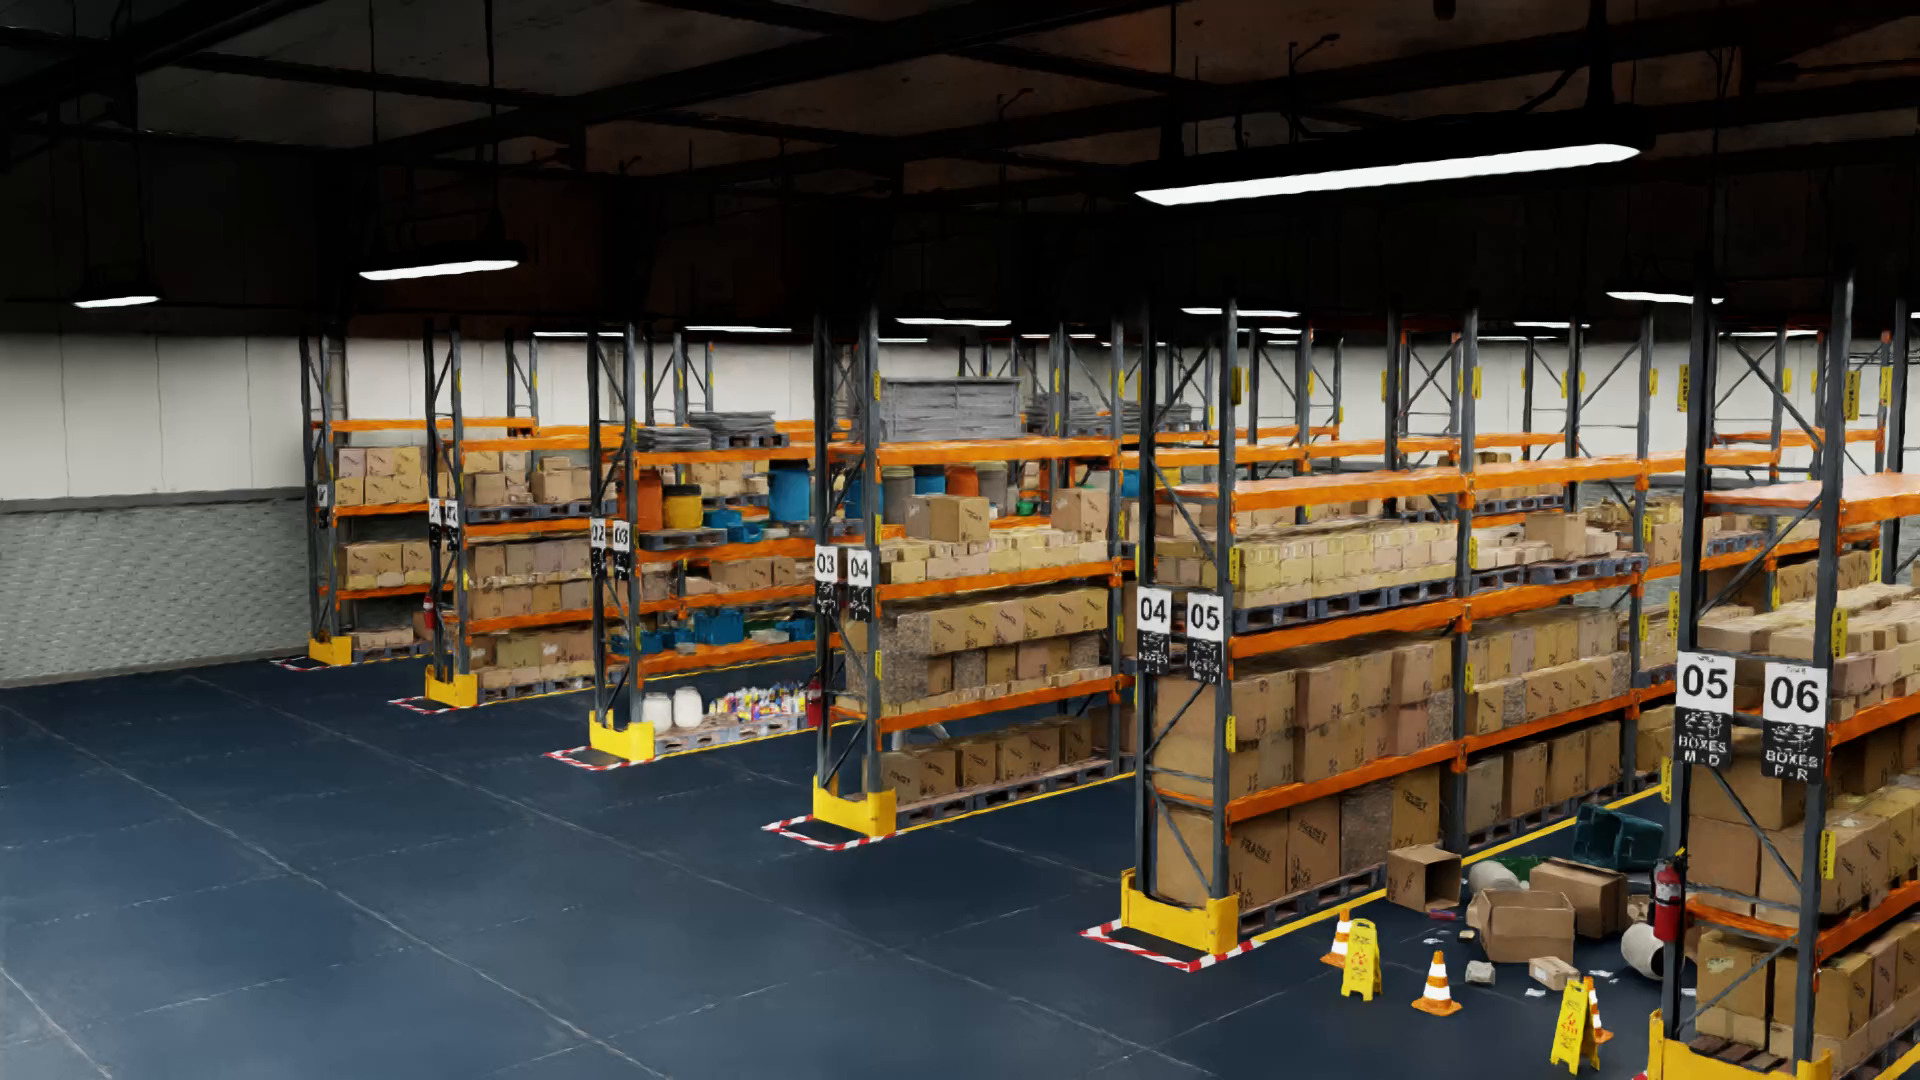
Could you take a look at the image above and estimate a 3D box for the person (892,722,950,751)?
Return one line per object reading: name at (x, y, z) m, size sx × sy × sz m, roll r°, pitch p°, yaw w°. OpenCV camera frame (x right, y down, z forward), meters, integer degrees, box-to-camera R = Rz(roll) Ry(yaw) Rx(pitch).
person at (-0.521, 2.110, 21.821) m, size 1.046 × 1.723 × 0.630 m, roll -2°, pitch 6°, yaw -23°
